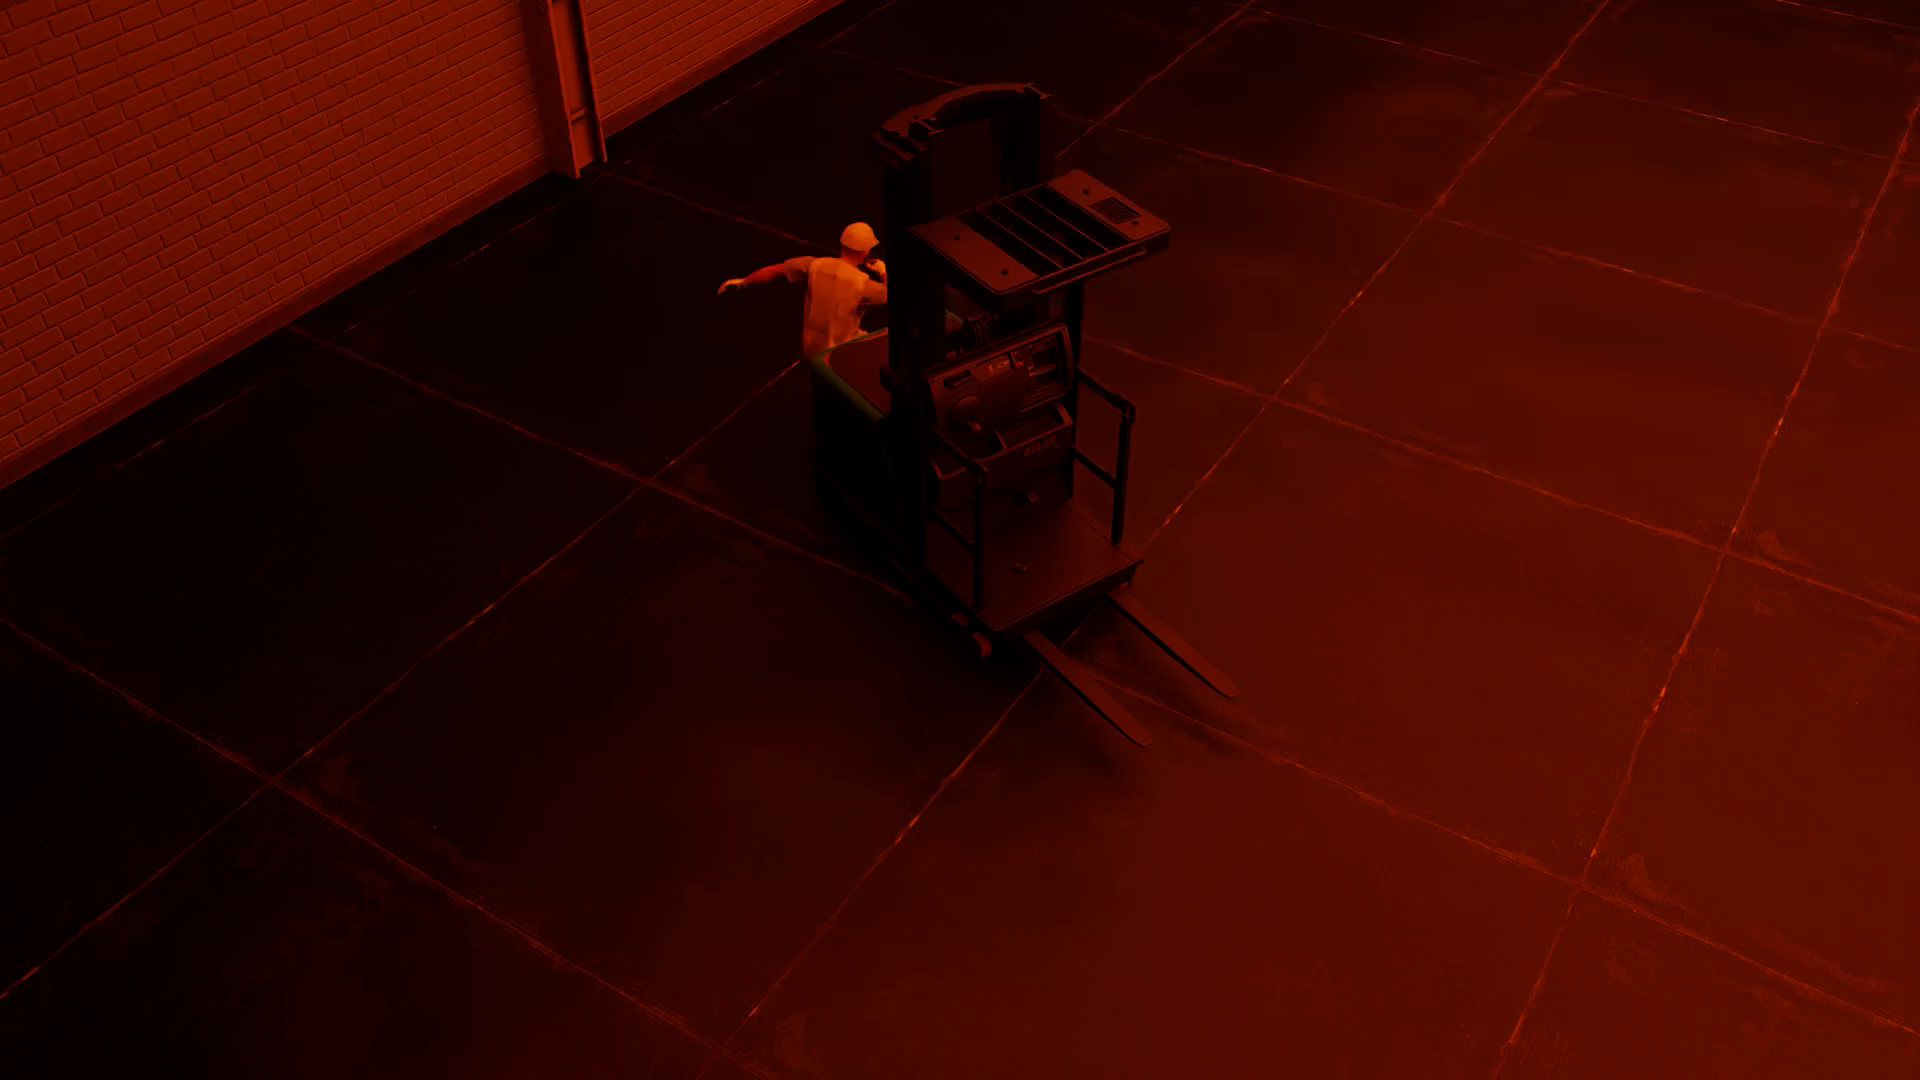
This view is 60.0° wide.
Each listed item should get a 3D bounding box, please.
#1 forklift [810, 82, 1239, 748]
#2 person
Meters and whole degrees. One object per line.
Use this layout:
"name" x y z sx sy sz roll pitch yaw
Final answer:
"forklift" 0.353 -0.796 8.907 1.130 2.935 3.031 -25 46 -26
"person" -0.811 -1.430 10.776 1.084 1.535 1.056 26 47 27
